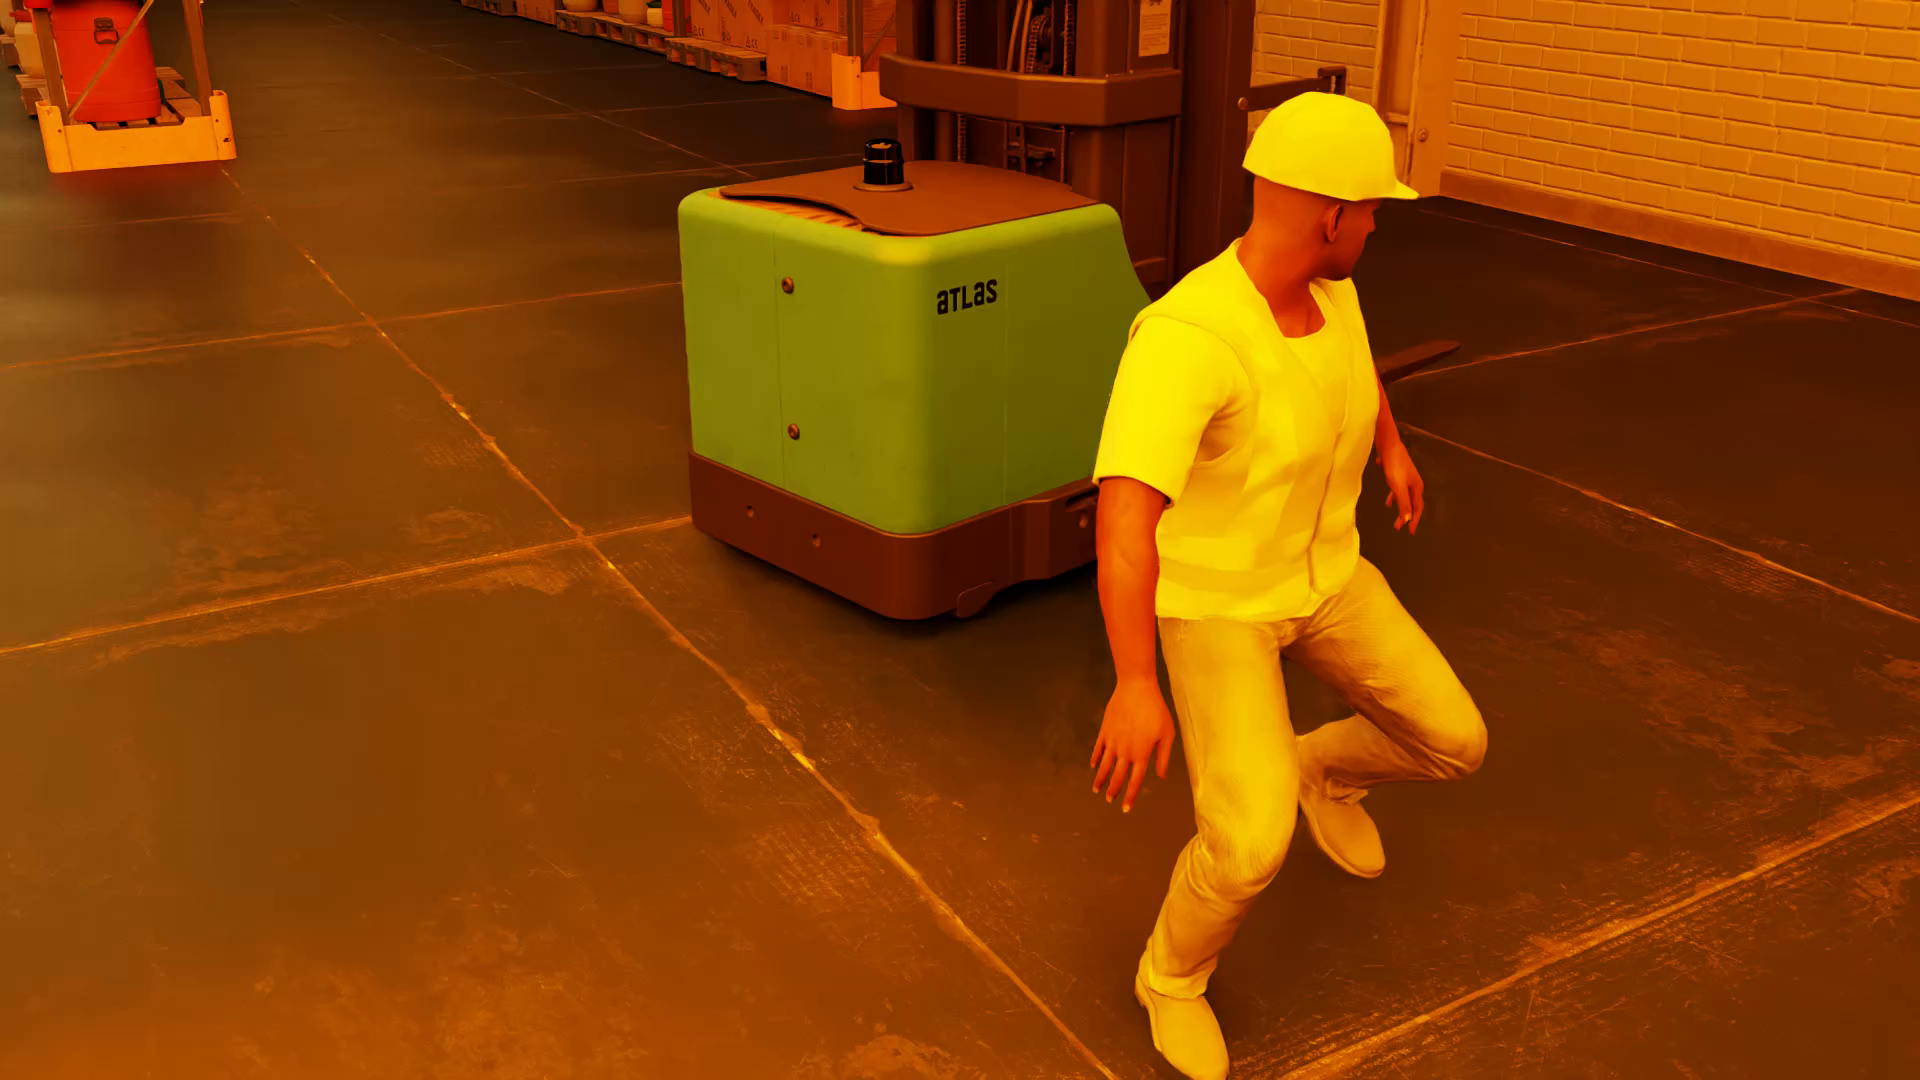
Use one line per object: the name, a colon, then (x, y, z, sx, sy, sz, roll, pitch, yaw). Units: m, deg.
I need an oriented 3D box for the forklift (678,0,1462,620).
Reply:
forklift: (0.599, -1.599, 5.171, 3.031, 2.935, 1.130, -20, 29, -40)

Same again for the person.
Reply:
person: (0.536, 0.078, 2.835, 1.039, 1.646, 0.524, -16, 27, -34)
